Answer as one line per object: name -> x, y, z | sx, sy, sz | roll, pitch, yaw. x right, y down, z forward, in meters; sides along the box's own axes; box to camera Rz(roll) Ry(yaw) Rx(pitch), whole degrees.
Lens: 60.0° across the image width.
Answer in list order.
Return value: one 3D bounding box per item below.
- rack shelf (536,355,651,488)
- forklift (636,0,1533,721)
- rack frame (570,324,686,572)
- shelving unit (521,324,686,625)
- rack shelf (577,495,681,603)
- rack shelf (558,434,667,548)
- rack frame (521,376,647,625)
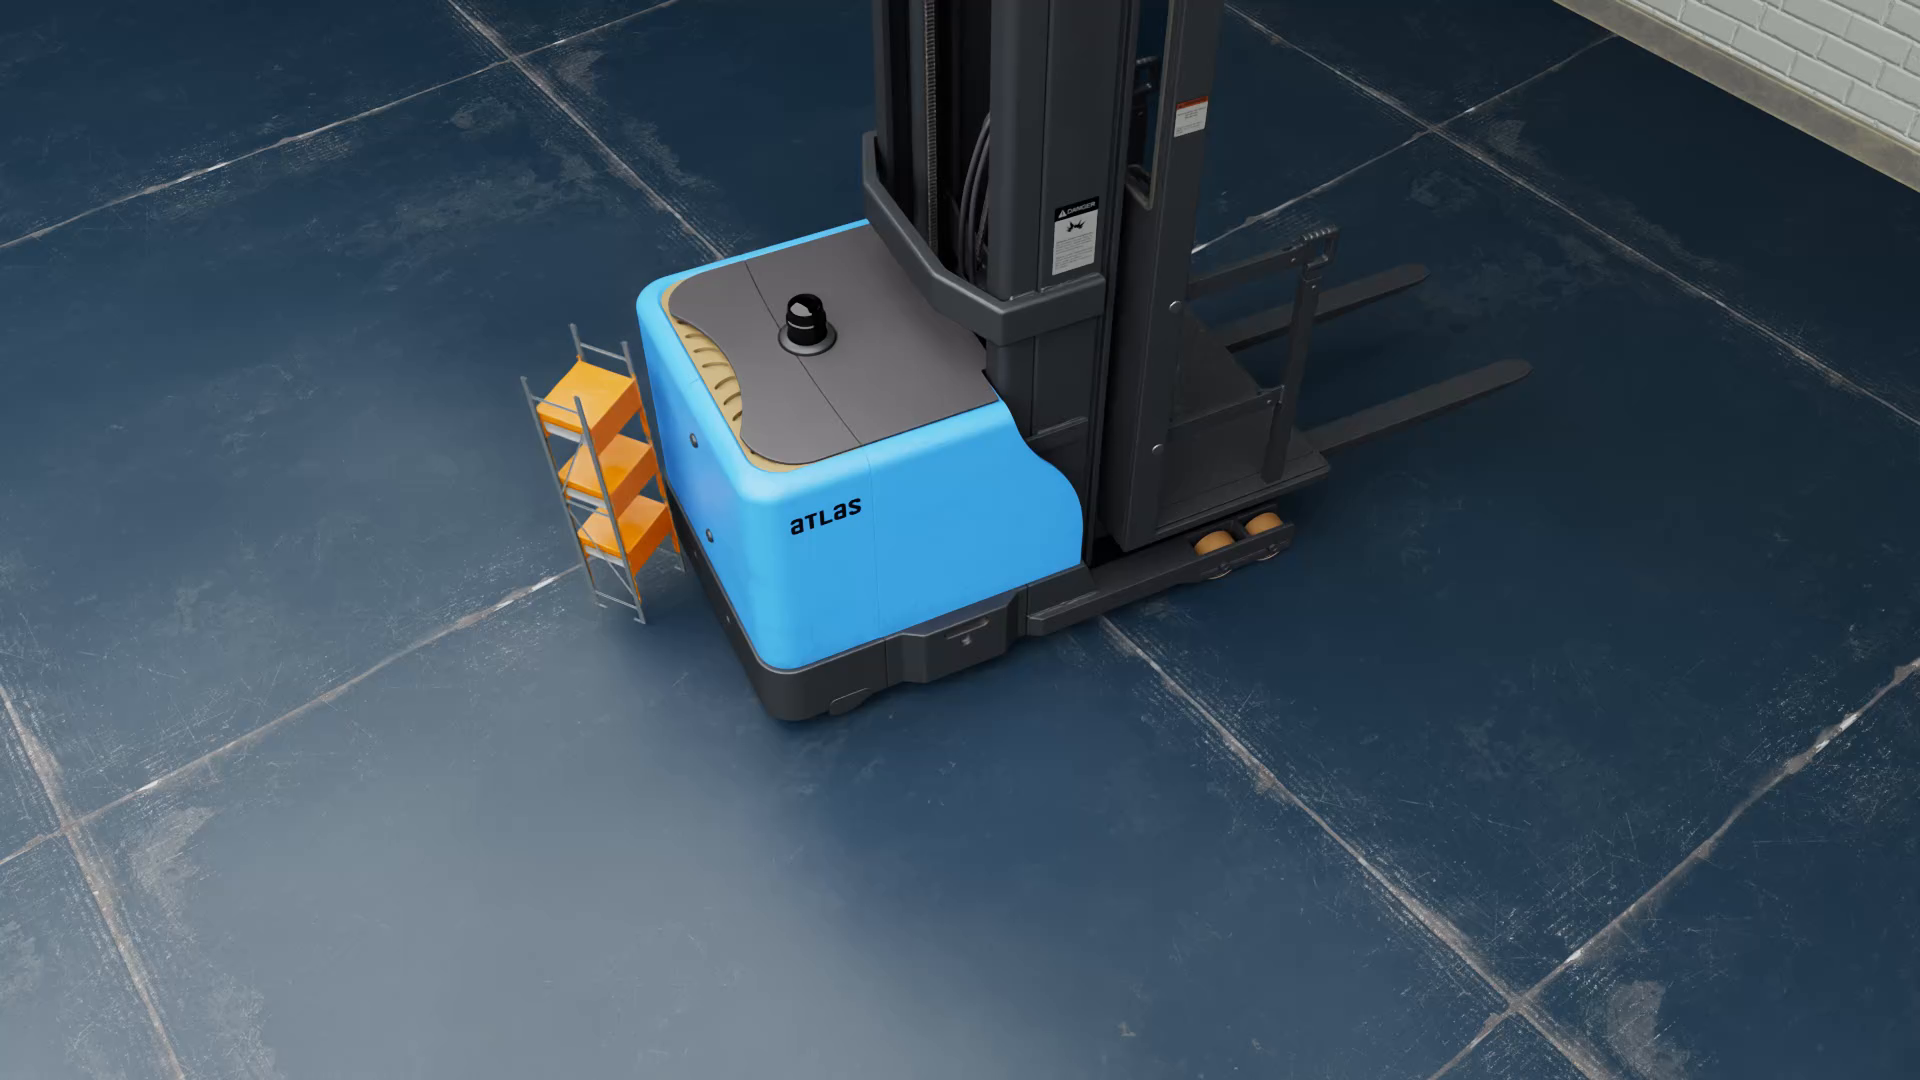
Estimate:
rack shelf -> -1.102, -0.356, 4.985 | 0.215, 0.259, 0.240 | 20, 53, 18
forklift -> 0.566, -1.187, 4.848 | 3.031, 2.935, 1.130 | -20, 51, -17
rack frame -> -1.038, -0.264, 5.263 | 0.200, 1.050, 0.008 | 20, 53, 18
shelving unit -> -1.092, -0.179, 5.193 | 0.215, 1.050, 0.252 | 20, 53, 18
rack shelf -> -1.081, 0.008, 5.413 | 0.215, 0.259, 0.240 | 20, 53, 18
rack shelf -> -1.091, -0.172, 5.202 | 0.215, 0.259, 0.240 | 20, 53, 18
rack frame -> -1.146, -0.095, 5.124 | 0.200, 1.050, 0.008 | 20, 53, 18
